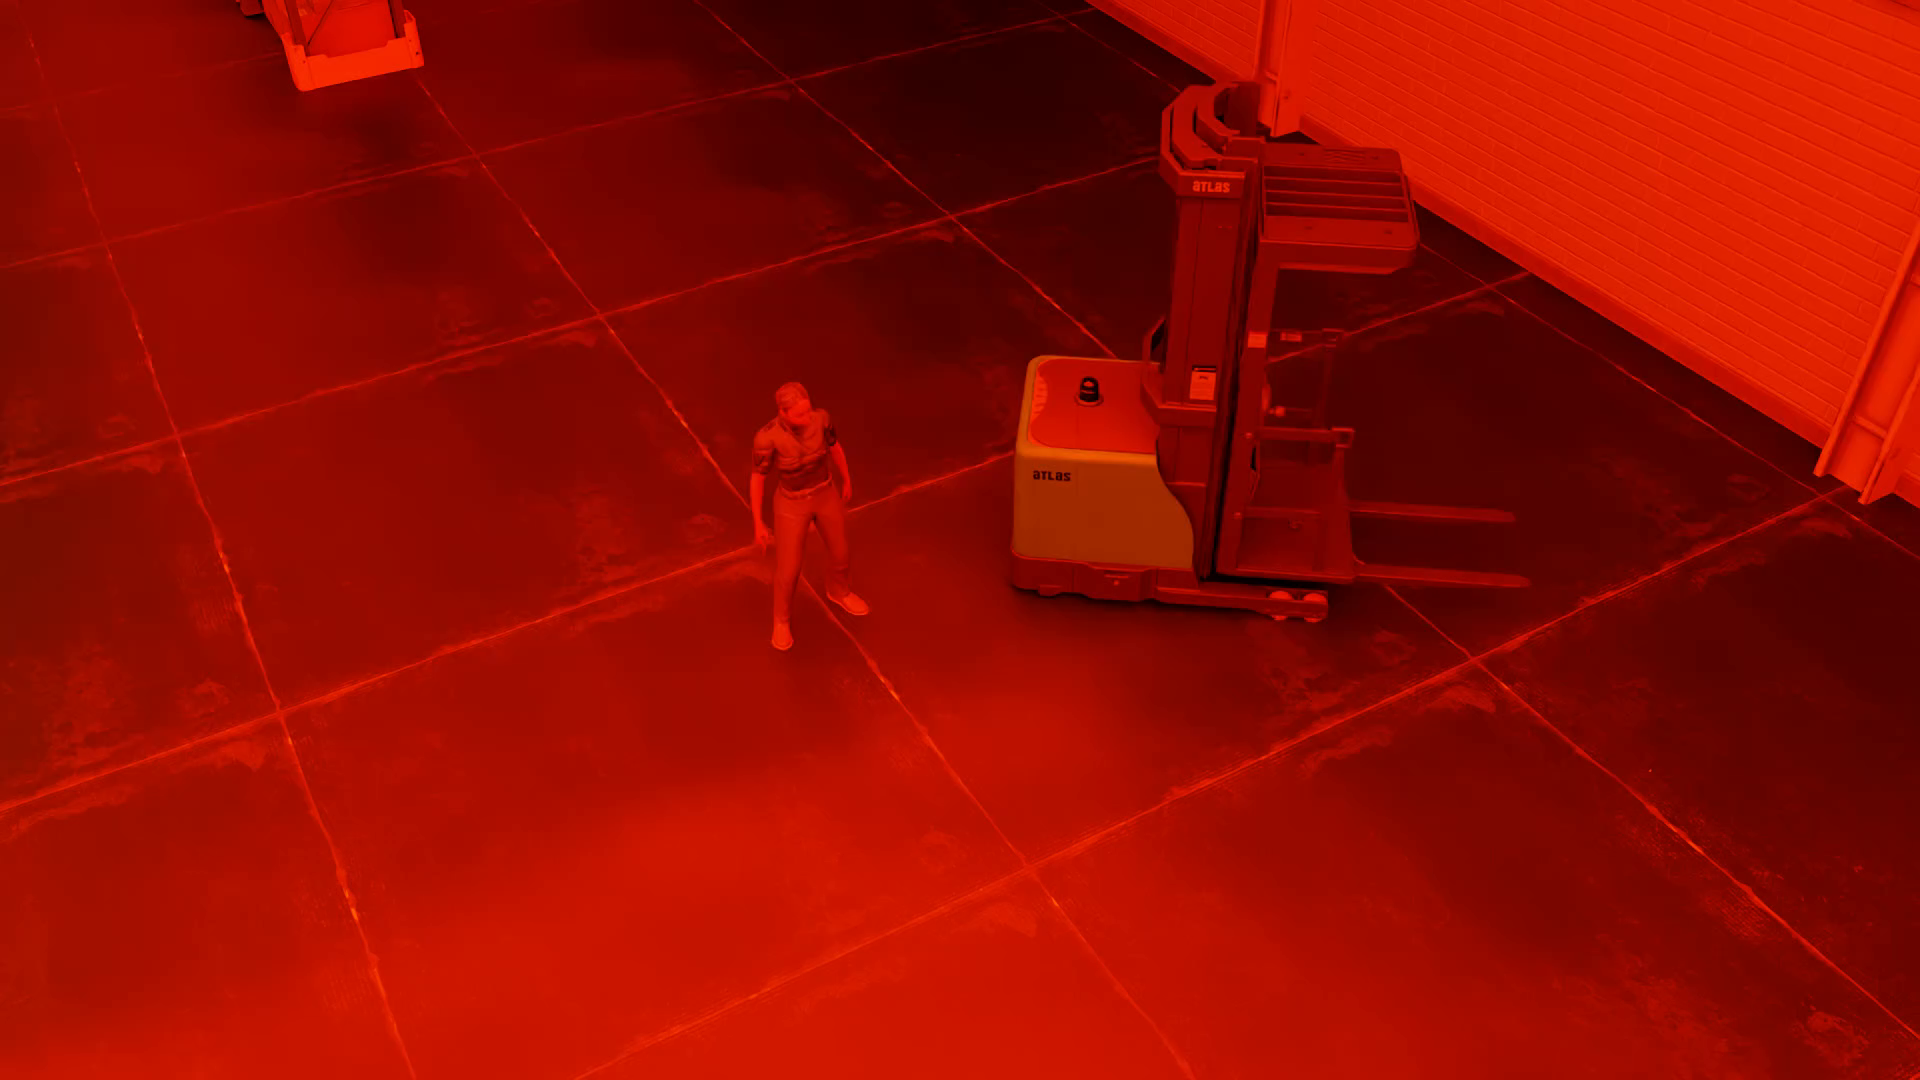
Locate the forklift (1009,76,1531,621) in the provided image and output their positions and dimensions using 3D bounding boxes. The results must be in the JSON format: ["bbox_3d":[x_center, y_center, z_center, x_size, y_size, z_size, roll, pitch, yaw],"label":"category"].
[{"bbox_3d":[1.850,-1.011,9.255,3.031,2.935,1.130,4,40,5],"label":"forklift"}]

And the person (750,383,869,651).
[{"bbox_3d":[-0.866,-0.172,9.256,0.650,1.661,0.362,-20,44,-23],"label":"person"}]
